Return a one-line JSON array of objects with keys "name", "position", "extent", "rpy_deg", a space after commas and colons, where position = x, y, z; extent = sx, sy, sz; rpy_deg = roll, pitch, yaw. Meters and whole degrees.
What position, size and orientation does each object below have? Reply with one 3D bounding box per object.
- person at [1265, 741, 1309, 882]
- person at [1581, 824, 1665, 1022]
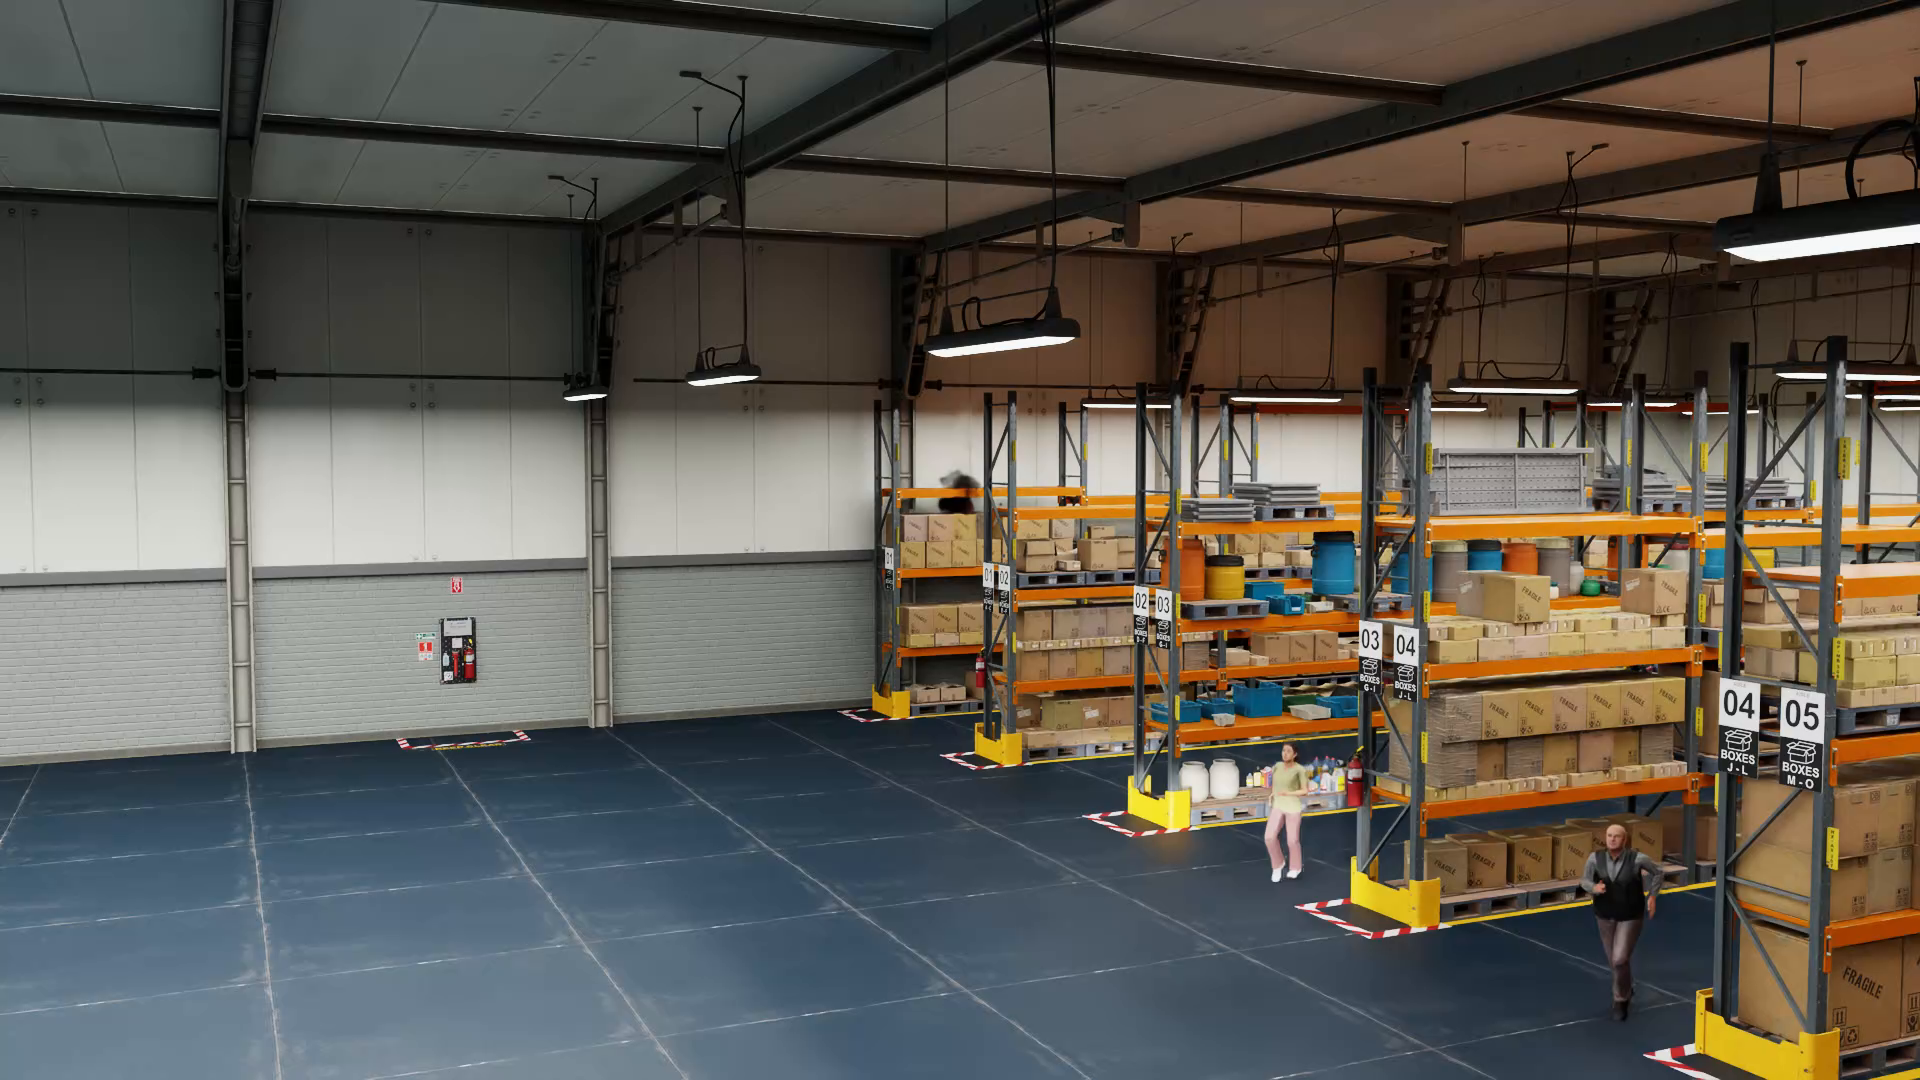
[{"name": "person", "position": [3.839, 3.187, 19.529], "extent": [0.546, 1.665, 0.659], "rpy_deg": [2, 4, 34]}, {"name": "person", "position": [5.946, 3.445, 14.997], "extent": [0.640, 1.775, 0.765], "rpy_deg": [3, 4, 41]}]
